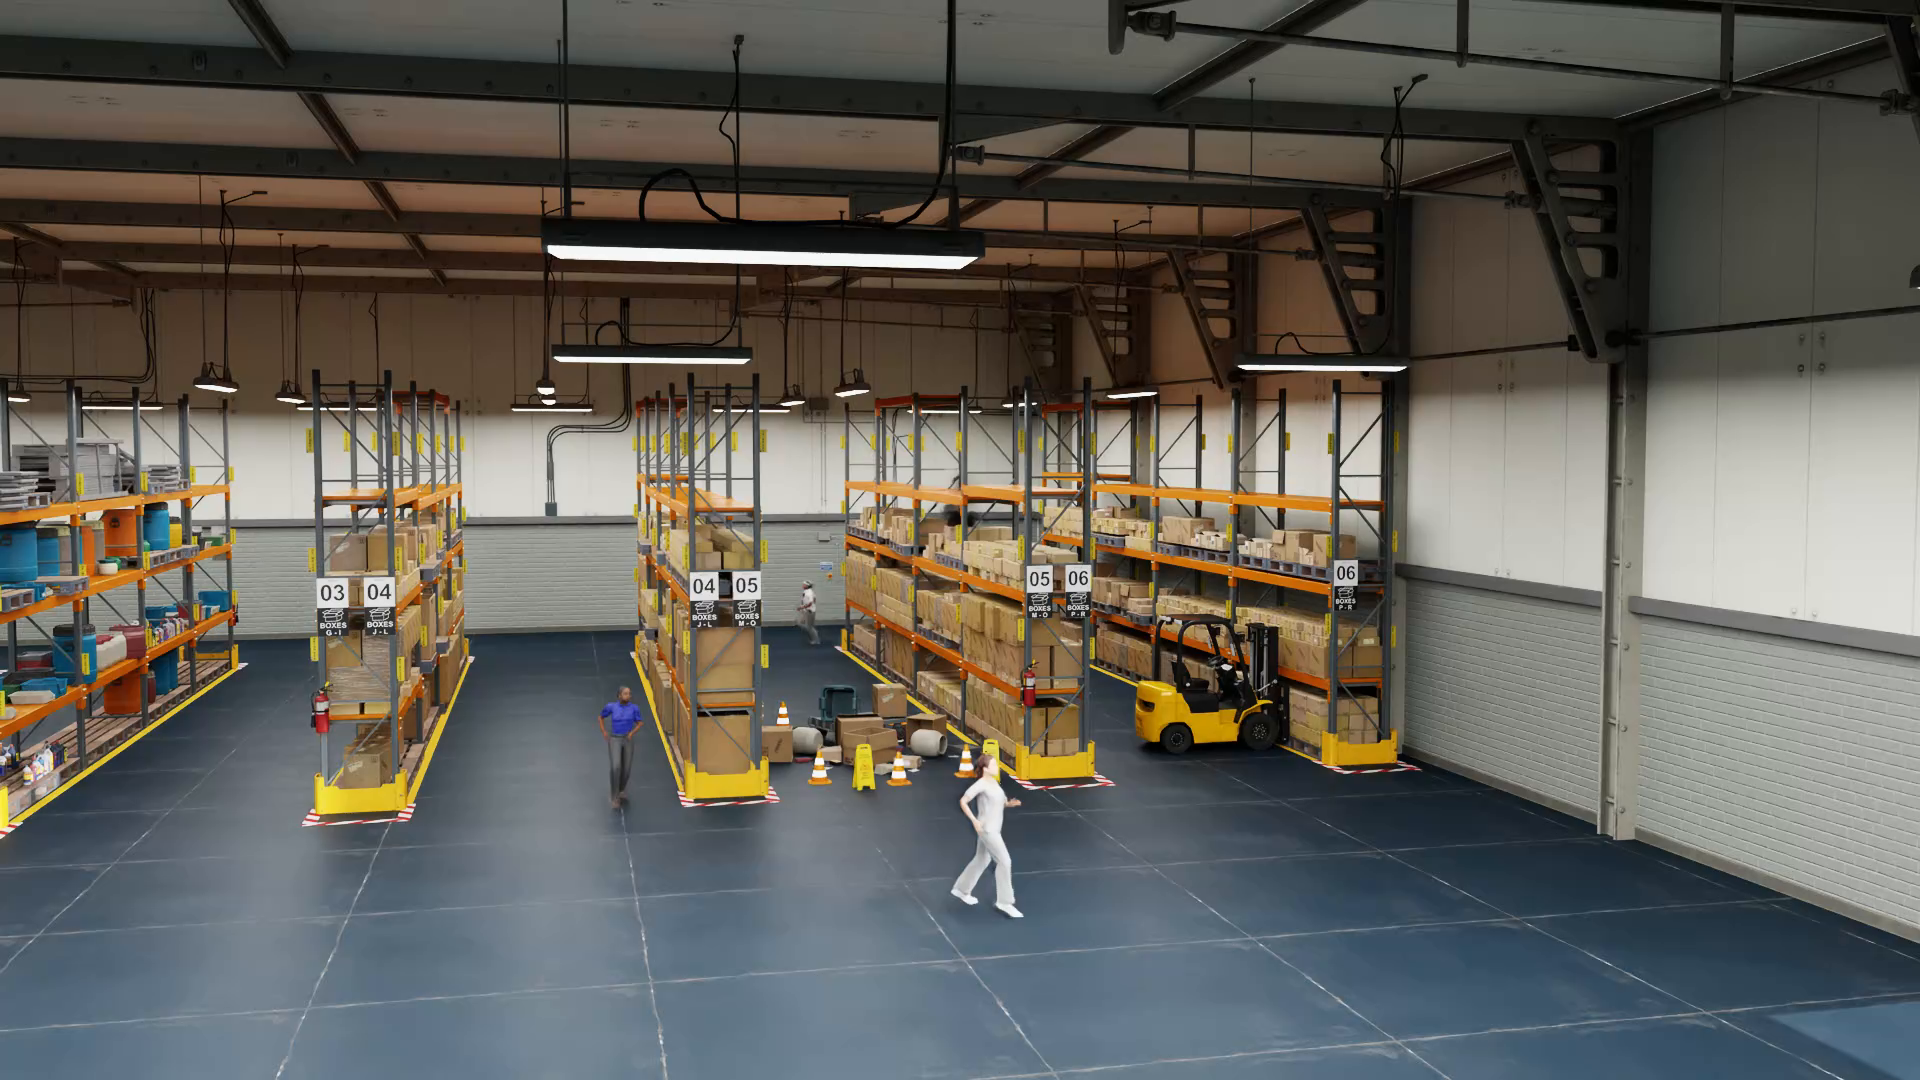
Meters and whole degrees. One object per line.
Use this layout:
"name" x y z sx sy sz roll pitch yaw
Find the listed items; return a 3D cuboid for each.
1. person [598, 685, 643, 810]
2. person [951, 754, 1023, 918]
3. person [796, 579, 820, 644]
"person" -4.697 2.856 23.108 0.581 1.691 0.719 -1 4 -23
"person" 0.285 3.130 17.715 0.830 1.715 0.541 1 3 16
"person" -3.800 1.788 41.473 0.615 1.640 0.560 -1 3 -11
